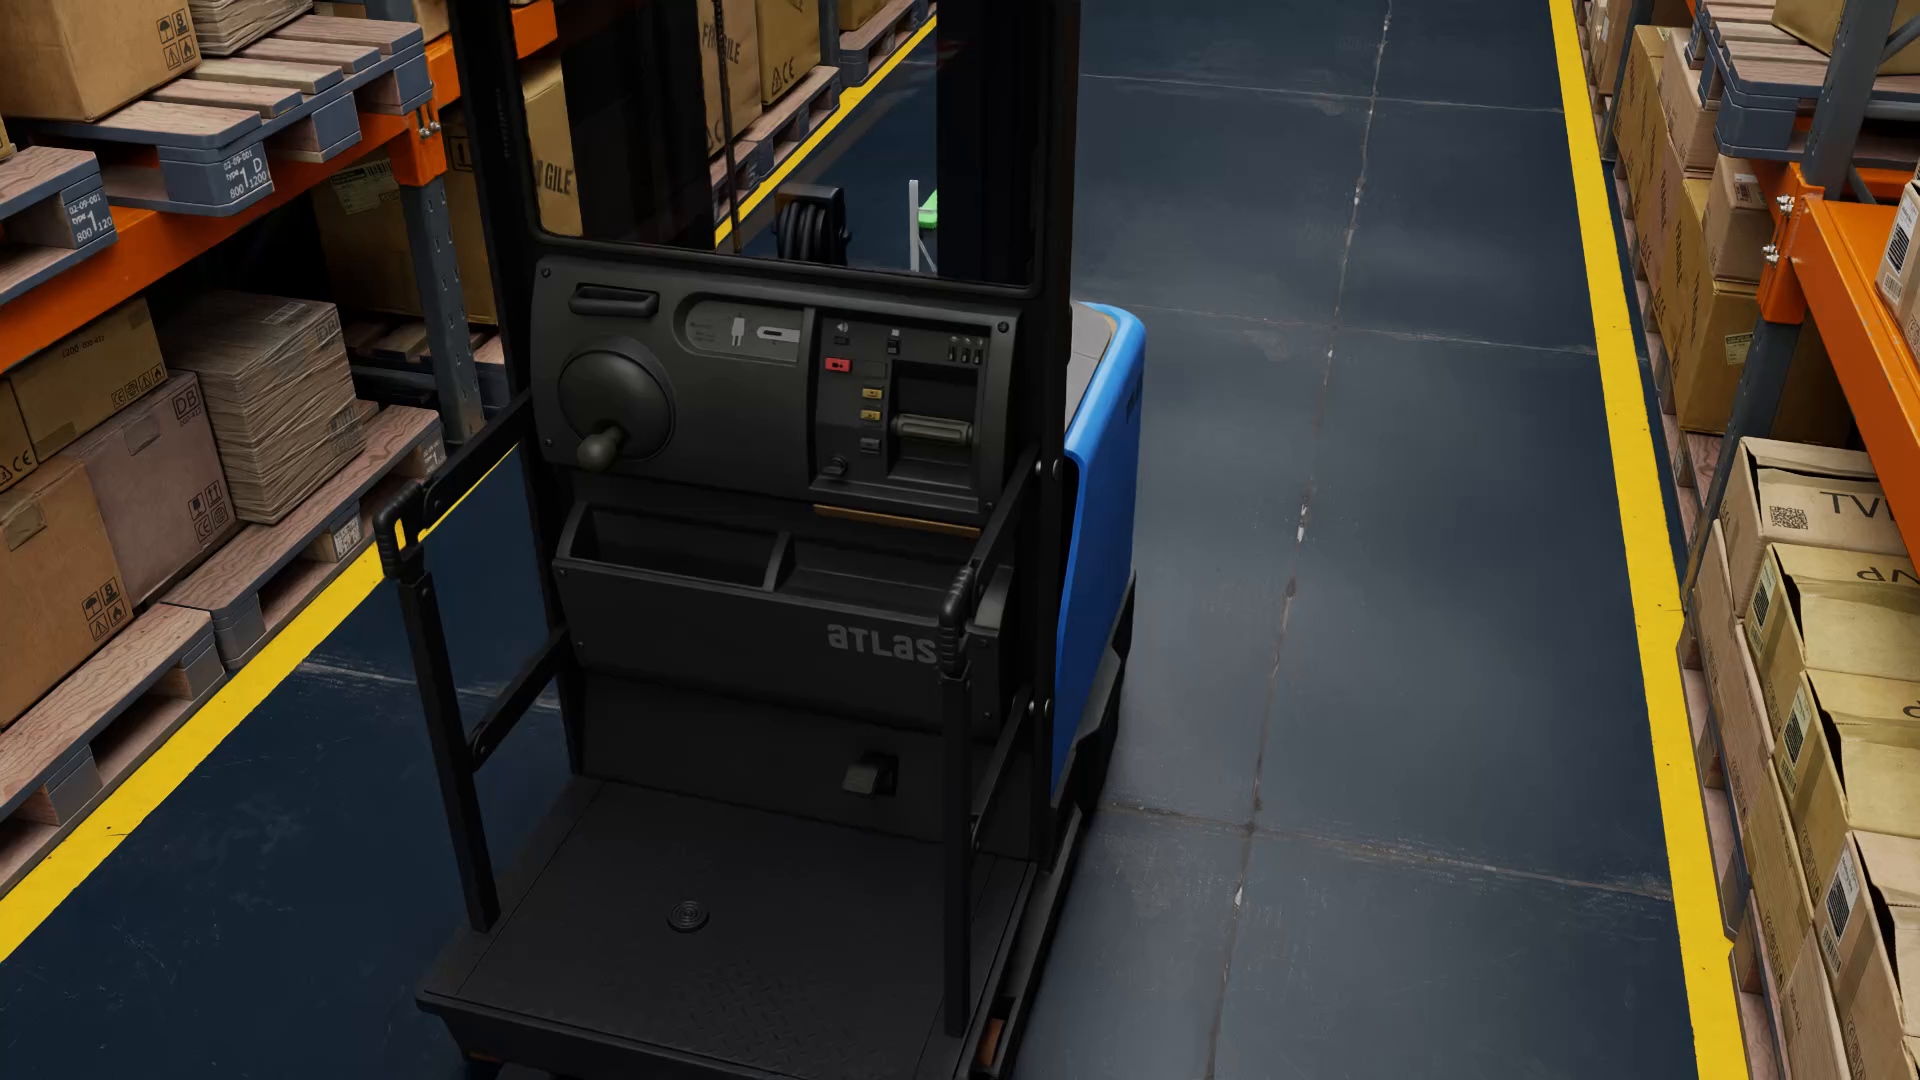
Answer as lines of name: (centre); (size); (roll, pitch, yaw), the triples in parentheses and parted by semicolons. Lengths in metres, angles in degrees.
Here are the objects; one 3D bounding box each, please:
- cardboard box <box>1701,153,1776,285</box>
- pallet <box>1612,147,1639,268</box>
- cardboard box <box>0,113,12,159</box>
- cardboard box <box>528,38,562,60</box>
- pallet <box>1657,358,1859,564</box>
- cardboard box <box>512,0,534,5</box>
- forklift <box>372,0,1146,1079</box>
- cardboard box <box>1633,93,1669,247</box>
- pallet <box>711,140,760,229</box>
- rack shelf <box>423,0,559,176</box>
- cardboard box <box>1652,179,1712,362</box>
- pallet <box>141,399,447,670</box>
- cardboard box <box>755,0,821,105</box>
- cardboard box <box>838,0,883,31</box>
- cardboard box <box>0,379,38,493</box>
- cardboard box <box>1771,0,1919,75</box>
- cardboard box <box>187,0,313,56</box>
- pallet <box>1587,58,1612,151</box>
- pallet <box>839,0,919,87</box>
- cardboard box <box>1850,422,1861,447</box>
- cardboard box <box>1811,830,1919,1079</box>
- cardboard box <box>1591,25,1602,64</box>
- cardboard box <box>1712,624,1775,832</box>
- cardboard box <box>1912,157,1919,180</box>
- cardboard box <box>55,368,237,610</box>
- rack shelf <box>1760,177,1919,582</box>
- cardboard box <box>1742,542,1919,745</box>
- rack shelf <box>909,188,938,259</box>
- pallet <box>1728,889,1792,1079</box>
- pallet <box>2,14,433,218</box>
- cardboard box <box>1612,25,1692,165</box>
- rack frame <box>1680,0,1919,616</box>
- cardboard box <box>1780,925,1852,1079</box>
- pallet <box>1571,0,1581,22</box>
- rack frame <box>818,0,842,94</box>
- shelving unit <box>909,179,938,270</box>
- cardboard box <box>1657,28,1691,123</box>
cardboard box: (2.653, -1.002, 5.251); (0.500, 0.250, 0.500); (9, 34, 14)
pallet: (3.478, -1.479, 7.380); (1.003, 0.211, 1.213); (8, 33, 12)
cardboard box: (-2.564, -1.013, 3.545); (0.700, 0.500, 0.500); (8, 33, 12)
cardboard box: (-1.618, -1.768, 6.847); (0.750, 0.750, 0.750); (8, 33, 12)
pallet: (2.858, -0.213, 5.389); (1.003, 0.211, 1.213); (8, 33, 12)
cardboard box: (-1.631, -1.978, 5.781); (0.380, 0.149, 0.250); (9, 34, 14)
forklift: (-0.410, -0.224, 2.871); (1.130, 2.935, 3.031); (9, 33, 13)
cardboard box: (3.030, -1.460, 6.670); (0.500, 0.500, 0.500); (8, 33, 13)
pallet: (-1.576, -1.533, 7.465); (1.003, 0.211, 1.213); (8, 33, 12)
rack shelf: (-1.653, -2.414, 6.923); (1.077, 0.370, 4.000); (8, 33, 12)
cardboard box: (2.774, -0.924, 5.828); (0.500, 0.500, 0.500); (7, 33, 11)
pallet: (-2.360, -0.098, 5.208); (1.003, 0.211, 1.213); (8, 33, 12)
cardboard box: (-1.184, -2.671, 8.268); (0.750, 0.750, 0.750); (8, 33, 13)
cardboard box: (-0.856, -3.252, 9.509); (0.700, 0.500, 0.500); (8, 33, 13)
cardboard box: (-2.623, -0.192, 3.977); (0.500, 0.250, 0.500); (8, 33, 12)
cardboard box: (2.683, -1.569, 4.438); (0.700, 0.500, 0.500); (-3, 33, -4)
cardboard box: (-2.270, -1.663, 4.566); (0.700, 0.500, 0.500); (4, 33, 7)
pallet: (3.823, -2.263, 8.613); (1.003, 0.211, 1.213); (8, 33, 12)
pallet: (-0.876, -2.963, 9.714); (1.003, 0.211, 1.213); (8, 33, 12)
cardboard box: (3.152, -0.608, 5.331); (0.500, 0.500, 0.500); (7, 33, 11)
cardboard box: (1.829, 0.776, 2.883); (0.500, 0.311, 0.500); (8, 33, 12)
cardboard box: (3.555, -2.603, 8.796); (0.380, 0.149, 0.250); (8, 33, 12)
cardboard box: (2.089, 0.468, 3.889); (0.500, 0.250, 0.500); (7, 33, 11)
cardboard box: (2.498, -0.787, 3.776); (0.500, 0.311, 0.500); (10, 34, 15)
cardboard box: (-2.536, -0.179, 4.655); (0.700, 0.500, 0.500); (8, 33, 12)
rack shelf: (2.125, 0.334, 2.600); (1.077, 0.370, 4.000); (8, 33, 12)
cardboard box: (2.090, 0.244, 3.719); (0.500, 0.311, 0.500); (7, 33, 11)
rack shelf: (0.042, -0.943, 4.840); (0.258, 0.148, 0.480); (8, 33, 12)
pallet: (2.074, 1.222, 3.131); (1.003, 0.211, 1.213); (8, 33, 12)
pallet: (-2.238, -1.215, 4.544); (1.213, 0.211, 1.003); (8, 33, 12)
cardboard box: (3.289, -1.996, 7.514); (0.500, 0.500, 0.500); (7, 33, 10)
rack frame: (2.632, -1.008, 4.039); (1.000, 3.000, 0.127); (8, 33, 12)
cardboard box: (1.832, 1.005, 3.045); (0.500, 0.250, 0.500); (9, 33, 13)
pallet: (4.442, -3.529, 10.605); (1.003, 0.211, 1.213); (8, 33, 12)
rack frame: (-1.145, -3.756, 8.362); (1.000, 3.000, 0.127); (8, 33, 12)
shelving unit: (0.042, -0.592, 5.063); (0.258, 1.200, 0.503); (8, 33, 12)
cardboard box: (3.035, -1.794, 6.497); (0.500, 0.250, 0.500); (8, 33, 12)
